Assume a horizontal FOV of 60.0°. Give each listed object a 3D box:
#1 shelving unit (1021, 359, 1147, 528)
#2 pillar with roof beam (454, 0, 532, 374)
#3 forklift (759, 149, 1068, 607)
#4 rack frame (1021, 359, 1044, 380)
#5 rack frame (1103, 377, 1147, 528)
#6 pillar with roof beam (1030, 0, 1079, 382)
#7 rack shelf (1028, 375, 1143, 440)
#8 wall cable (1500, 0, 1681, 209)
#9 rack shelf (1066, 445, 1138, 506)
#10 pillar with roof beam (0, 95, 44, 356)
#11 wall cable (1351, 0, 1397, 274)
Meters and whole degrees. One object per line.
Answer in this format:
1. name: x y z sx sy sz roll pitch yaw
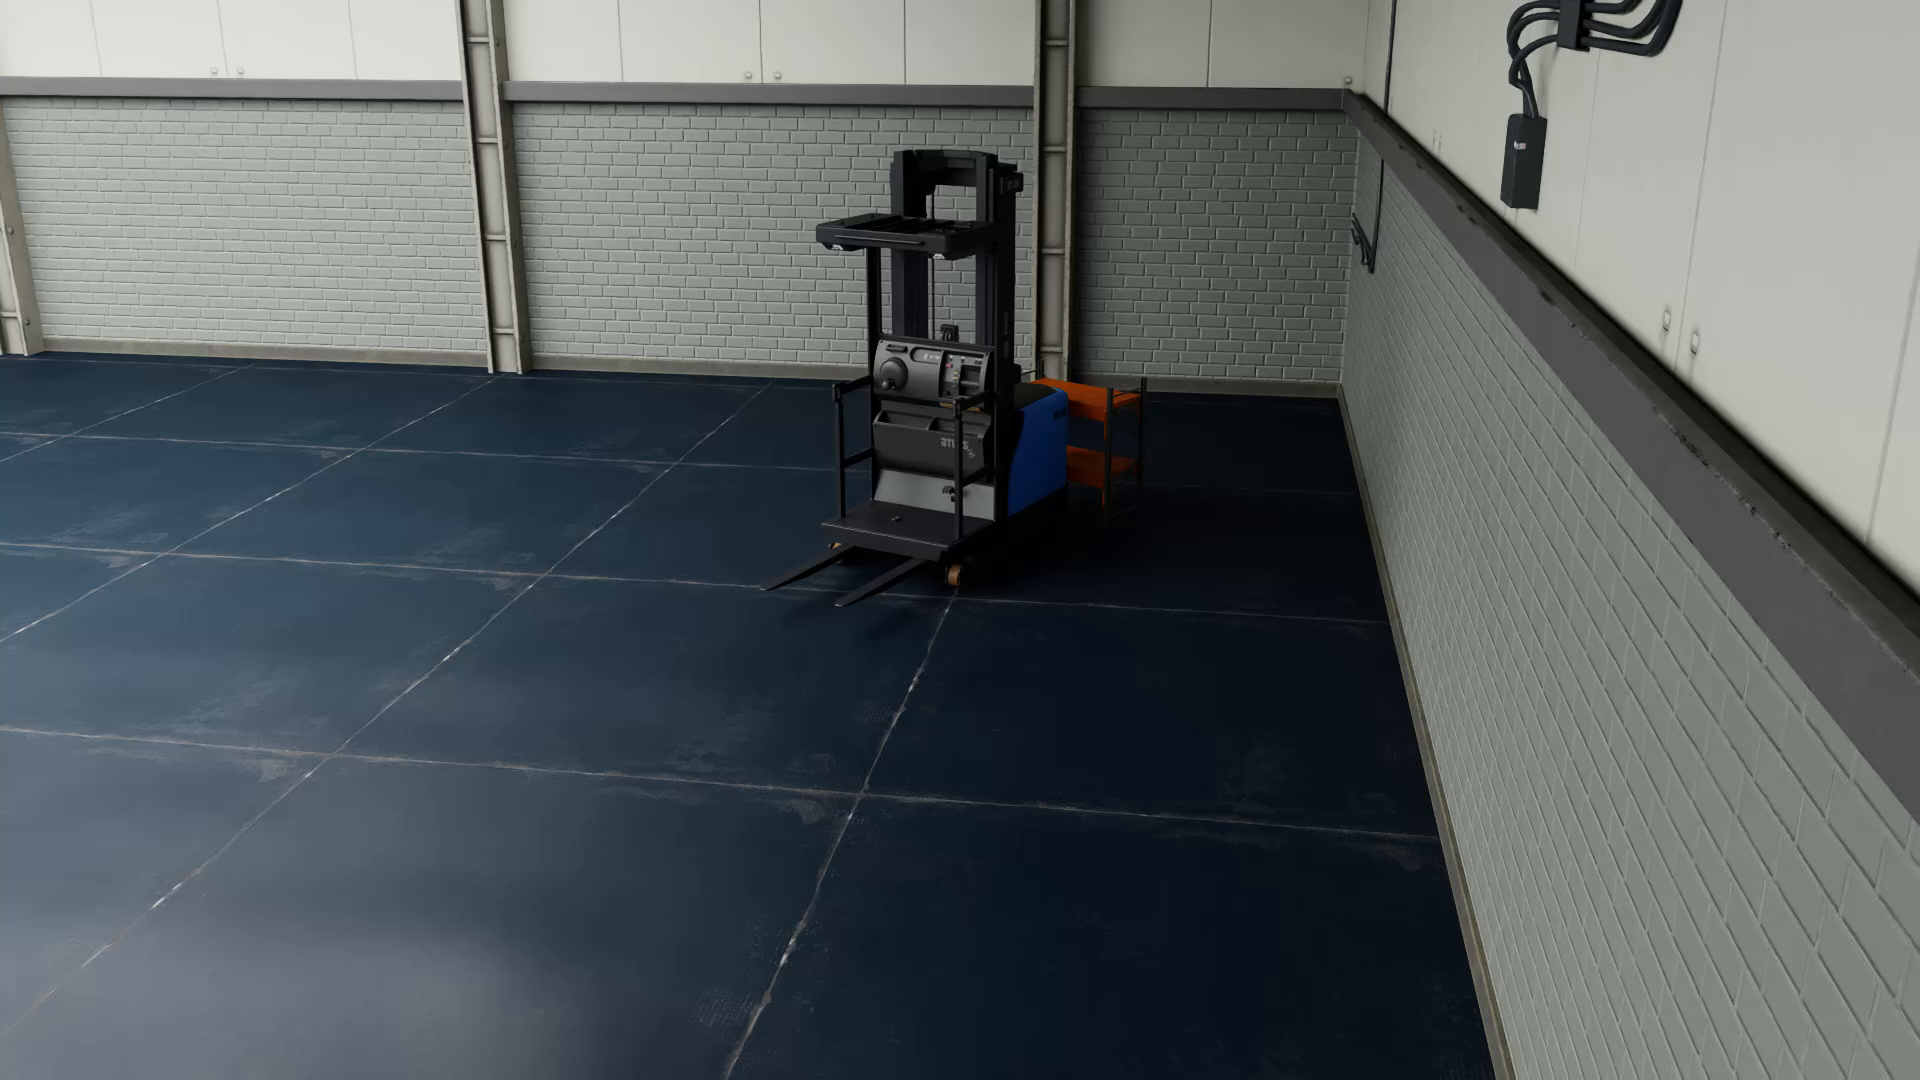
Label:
1. shelving unit: 0.911 -0.793 13.399 1.048 1.125 0.538 15 24 38
2. pillar with roof beam: -5.655 -4.796 12.956 0.400 9.000 9.100 3 19 9
3. forklift: -0.309 -1.217 11.822 1.130 2.935 3.031 10 21 28
4. rack frame: 0.523 -0.897 13.710 0.032 1.125 0.500 15 24 38
5. rack frame: 1.300 -0.689 13.088 0.032 1.125 0.500 15 24 38
6. pillar with roof beam: 0.269 -4.494 12.053 0.400 9.000 9.100 3 19 9
7. rack shelf: 0.911 -1.070 13.306 1.000 0.278 0.538 15 24 38
8. wall cable: 2.129 -3.920 4.977 0.169 6.003 2.305 3 19 9
9. rack shelf: 0.911 -0.561 13.477 1.000 0.278 0.538 15 24 38
10. pillar with roof beam: -11.579 -5.098 13.858 0.400 9.000 9.100 3 19 9
11. wall cable: 3.651 -3.808 14.896 0.112 2.526 3.097 3 19 9
